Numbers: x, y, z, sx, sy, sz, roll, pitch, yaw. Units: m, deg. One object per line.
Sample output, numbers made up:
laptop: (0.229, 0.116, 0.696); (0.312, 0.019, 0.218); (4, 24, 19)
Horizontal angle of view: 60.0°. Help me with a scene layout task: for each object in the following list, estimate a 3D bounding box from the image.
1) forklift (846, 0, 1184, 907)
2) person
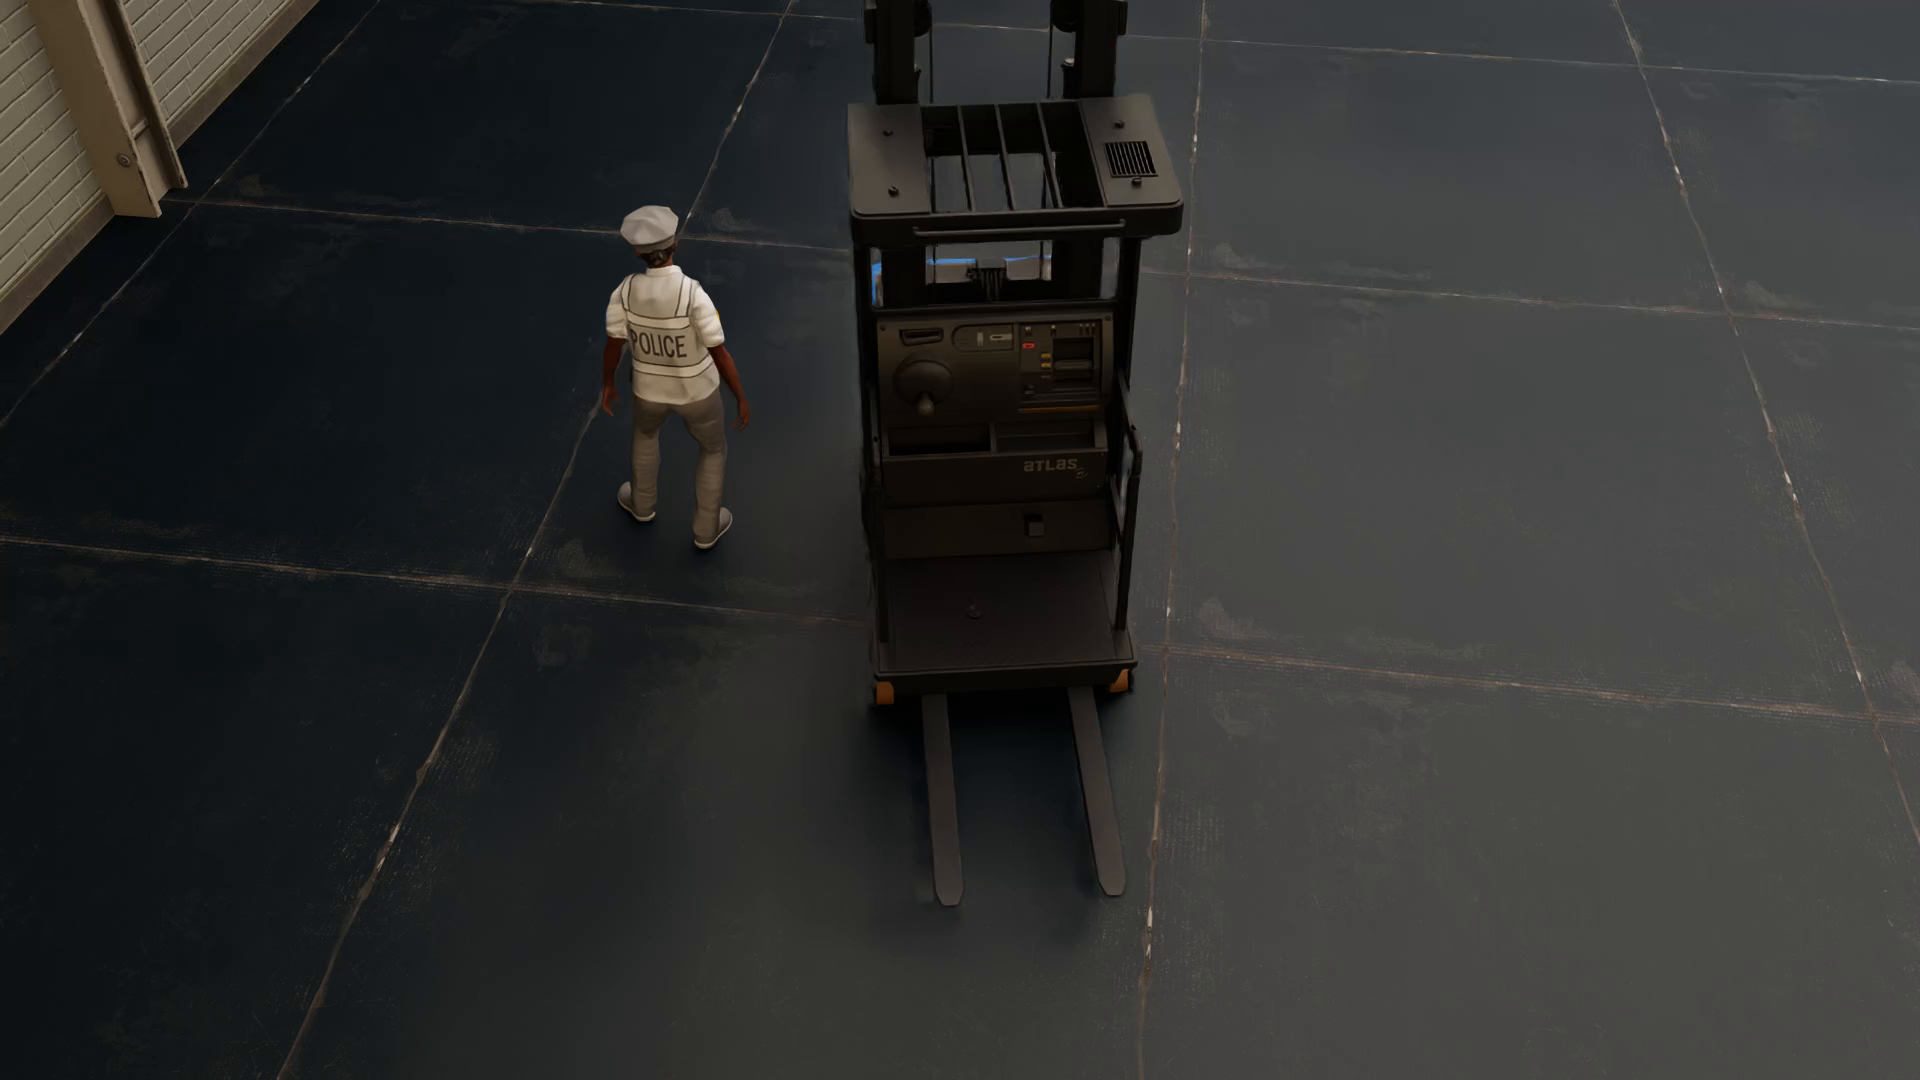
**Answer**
forklift: (0.158, -0.610, 6.389); (1.130, 2.935, 3.031); (-3, 43, -3)
person: (-1.299, -0.692, 7.454); (0.783, 1.631, 0.412); (7, 43, 8)
